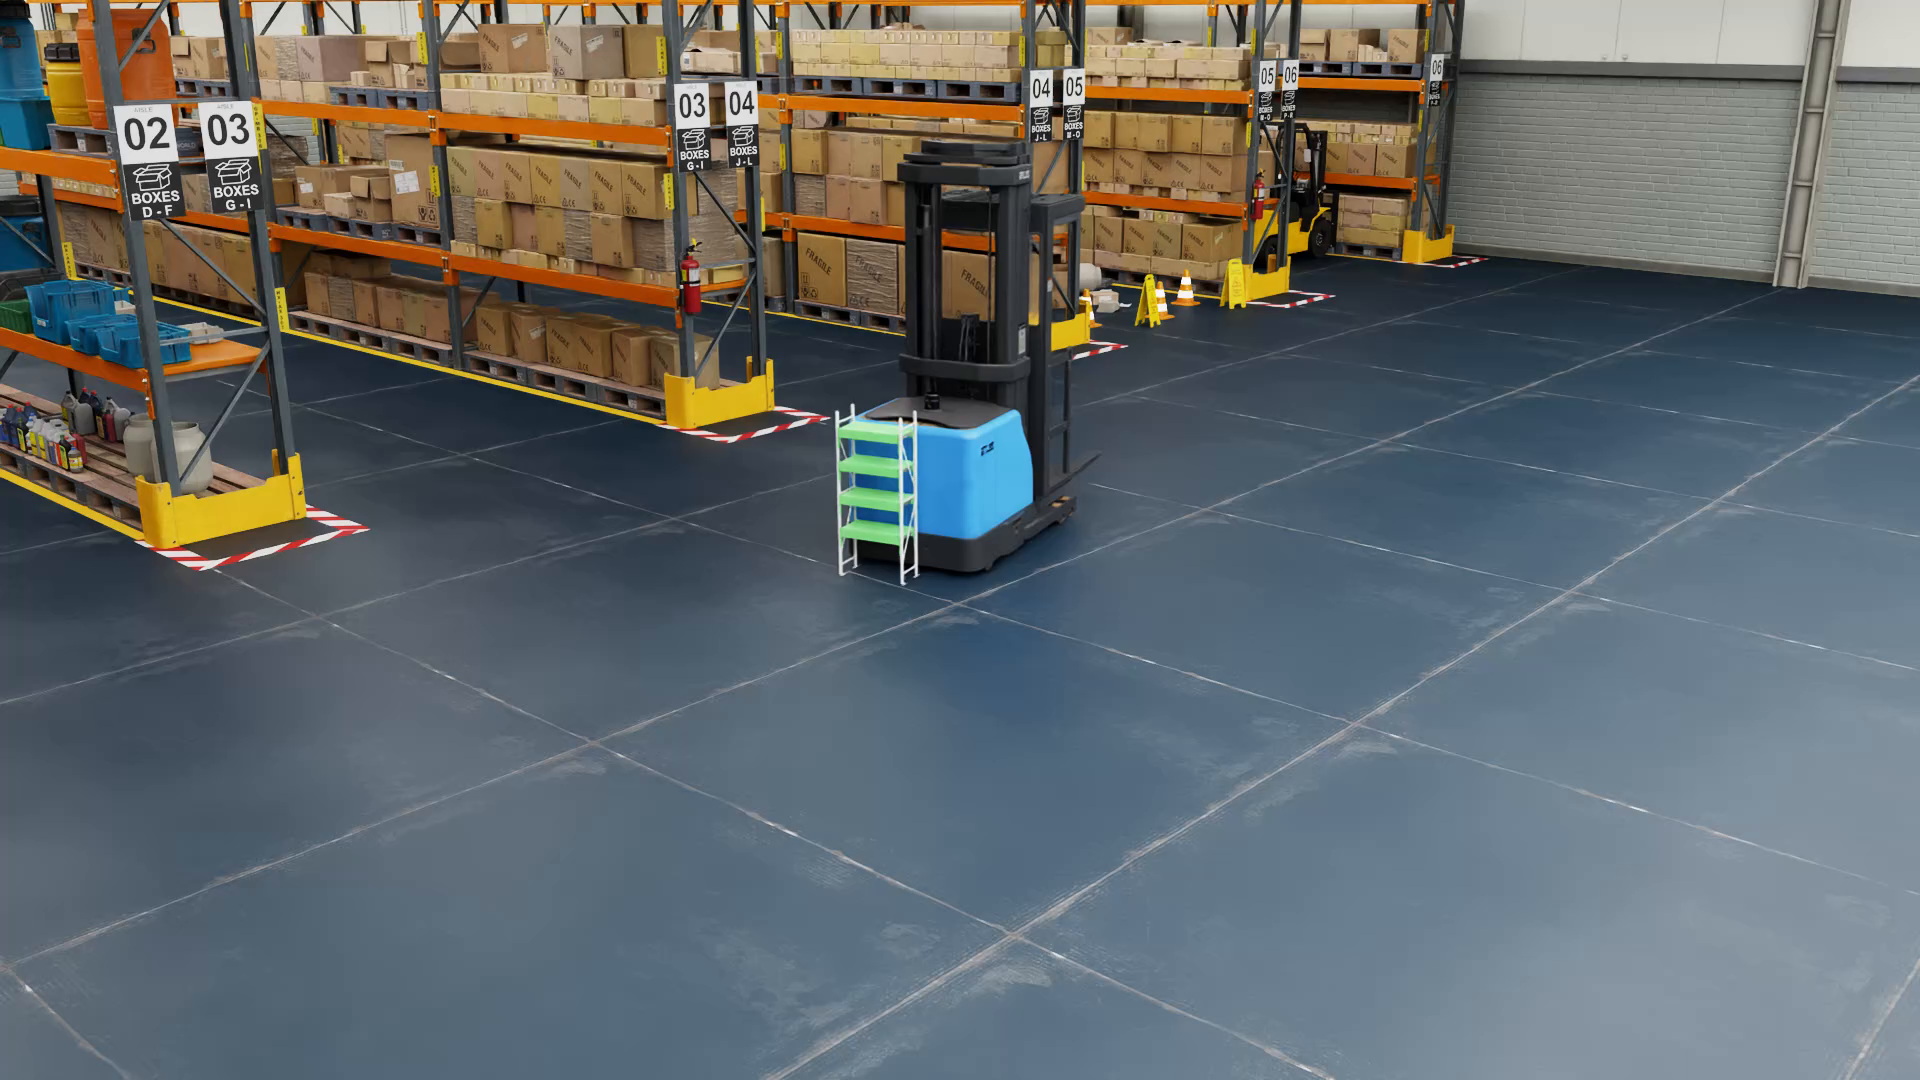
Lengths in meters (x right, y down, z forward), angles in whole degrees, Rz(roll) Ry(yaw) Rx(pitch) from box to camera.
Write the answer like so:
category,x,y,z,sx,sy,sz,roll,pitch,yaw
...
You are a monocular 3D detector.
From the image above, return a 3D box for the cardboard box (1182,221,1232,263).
category,x,y,z,sx,sy,sz,roll,pitch,yaw
cardboard box,3.502,-4.228,23.588,0.500,0.500,0.500,15,23,40

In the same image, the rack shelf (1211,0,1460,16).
category,x,y,z,sx,sy,sz,roll,pitch,yaw
rack shelf,6.070,-8.731,27.097,4.000,0.370,1.077,15,23,39

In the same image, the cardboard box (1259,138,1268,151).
category,x,y,z,sx,sy,sz,roll,pitch,yaw
cardboard box,5.134,-6.605,28.300,0.500,0.500,0.500,16,23,40

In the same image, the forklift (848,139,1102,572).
category,x,y,z,sx,sy,sz,roll,pitch,yaw
forklift,0.275,-1.574,12.727,1.130,2.935,3.031,8,19,24

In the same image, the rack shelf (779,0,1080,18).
category,x,y,z,sx,sy,sz,roll,pitch,yaw
rack shelf,-0.432,-6.467,19.963,4.000,0.370,1.077,15,23,39

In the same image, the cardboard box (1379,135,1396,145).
category,x,y,z,sx,sy,sz,roll,pitch,yaw
cardboard box,6.910,-6.411,26.616,0.250,0.149,0.380,16,23,40

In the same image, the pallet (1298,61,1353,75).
category,x,y,z,sx,sy,sz,roll,pitch,yaw
pallet,6.138,-7.784,27.367,1.213,0.211,1.003,15,23,39

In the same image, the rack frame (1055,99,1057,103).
category,x,y,z,sx,sy,sz,roll,pitch,yaw
rack frame,1.583,-7.610,31.631,0.127,3.000,1.000,15,23,39

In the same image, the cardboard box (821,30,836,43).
category,x,y,z,sx,sy,sz,roll,pitch,yaw
cardboard box,-1.500,-6.229,20.558,0.250,0.149,0.380,15,23,39

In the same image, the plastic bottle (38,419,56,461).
category,x,y,z,sx,sy,sz,roll,pitch,yaw
plastic bottle,-7.657,-0.851,13.985,0.185,0.351,0.144,16,24,41

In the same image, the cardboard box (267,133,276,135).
category,x,y,z,sx,sy,sz,roll,pitch,yaw
cardboard box,-9.309,-5.052,21.746,0.637,0.503,0.797,16,23,40

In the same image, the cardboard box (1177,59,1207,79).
category,x,y,z,sx,sy,sz,roll,pitch,yaw
cardboard box,3.346,-6.526,23.013,0.500,0.250,0.500,15,23,39

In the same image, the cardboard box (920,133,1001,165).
category,x,y,z,sx,sy,sz,roll,pitch,yaw
cardboard box,0.011,-4.642,20.245,0.550,0.550,0.875,15,23,39

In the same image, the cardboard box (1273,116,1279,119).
category,x,y,z,sx,sy,sz,roll,pitch,yaw
cardboard box,5.381,-7.200,28.609,0.250,0.149,0.380,15,23,39

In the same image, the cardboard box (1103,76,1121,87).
category,x,y,z,sx,sy,sz,roll,pitch,yaw
cardboard box,2.259,-6.596,23.893,0.250,0.149,0.380,14,23,38

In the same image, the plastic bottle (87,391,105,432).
category,x,y,z,sx,sy,sz,roll,pitch,yaw
plastic bottle,-7.767,-1.165,14.974,0.185,0.351,0.144,14,22,37

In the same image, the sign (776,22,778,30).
category,x,y,z,sx,sy,sz,roll,pitch,yaw
sign,-4.018,-11.189,36.487,0.005,0.325,0.100,15,23,39

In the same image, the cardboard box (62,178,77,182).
category,x,y,z,sx,sy,sz,roll,pitch,yaw
cardboard box,-12.931,-5.455,24.597,0.500,0.250,0.500,14,23,38

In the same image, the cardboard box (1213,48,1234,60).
category,x,y,z,sx,sy,sz,roll,pitch,yaw
cardboard box,3.658,-6.631,22.686,0.250,0.149,0.380,16,23,40

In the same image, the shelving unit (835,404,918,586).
category,x,y,z,sx,sy,sz,roll,pitch,yaw
shelving unit,-0.578,-0.315,11.619,0.503,1.200,0.258,8,19,24

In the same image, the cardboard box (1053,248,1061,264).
category,x,y,z,sx,sy,sz,roll,pitch,yaw
cardboard box,1.181,-3.970,24.289,0.500,0.500,0.500,-3,18,-8

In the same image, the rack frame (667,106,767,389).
category,x,y,z,sx,sy,sz,roll,pitch,yaw
rack frame,-2.304,-2.637,15.964,0.127,3.000,1.000,15,23,39

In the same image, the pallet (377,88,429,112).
category,x,y,z,sx,sy,sz,roll,pitch,yaw
pallet,-5.687,-4.929,18.535,1.003,0.211,1.213,15,23,39

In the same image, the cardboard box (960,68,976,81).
category,x,y,z,sx,sy,sz,roll,pitch,yaw
cardboard box,0.210,-5.389,19.232,0.250,0.149,0.380,15,23,40

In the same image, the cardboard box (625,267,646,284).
category,x,y,z,sx,sy,sz,roll,pitch,yaw
cardboard box,-3.062,-2.617,16.315,0.250,0.149,0.380,15,23,39

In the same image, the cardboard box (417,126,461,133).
category,x,y,z,sx,sy,sz,roll,pitch,yaw
cardboard box,-8.442,-6.848,26.921,0.500,0.500,0.500,14,22,37

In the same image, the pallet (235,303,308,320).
category,x,y,z,sx,sy,sz,roll,pitch,yaw
pallet,-8.827,-3.090,21.999,1.213,0.211,1.003,15,23,39

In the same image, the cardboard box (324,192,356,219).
category,x,y,z,sx,sy,sz,roll,pitch,yaw
cardboard box,-7.186,-3.984,19.760,0.500,0.250,0.500,14,22,38

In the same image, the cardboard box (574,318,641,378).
category,x,y,z,sx,sy,sz,roll,pitch,yaw
cardboard box,-3.685,-2.018,17.449,0.500,0.500,0.500,-16,23,-41

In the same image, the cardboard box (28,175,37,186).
category,x,y,z,sx,sy,sz,roll,pitch,yaw
cardboard box,-14.031,-5.533,25.503,0.250,0.149,0.380,15,23,38

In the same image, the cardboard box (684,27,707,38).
category,x,y,z,sx,sy,sz,roll,pitch,yaw
cardboard box,-5.002,-9.180,30.595,0.500,0.500,0.500,16,23,40

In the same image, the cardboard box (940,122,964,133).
category,x,y,z,sx,sy,sz,roll,pitch,yaw
cardboard box,0.031,-6.317,26.208,0.500,0.500,0.500,16,24,41

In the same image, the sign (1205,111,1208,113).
category,x,y,z,sx,sy,sz,roll,pitch,yaw
sign,4.221,-7.196,28.544,0.005,0.325,0.100,15,23,39

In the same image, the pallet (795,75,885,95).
category,x,y,z,sx,sy,sz,roll,pitch,yaw
pallet,-1.323,-5.763,21.001,1.213,0.211,1.003,15,23,39

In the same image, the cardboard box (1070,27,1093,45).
category,x,y,z,sx,sy,sz,roll,pitch,yaw
cardboard box,2.406,-9.056,30.203,0.500,0.500,0.700,14,23,38

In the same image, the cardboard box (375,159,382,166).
category,x,y,z,sx,sy,sz,roll,pitch,yaw
cardboard box,-9.678,-6.391,28.207,0.250,0.149,0.380,16,24,41

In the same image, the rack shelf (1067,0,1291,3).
category,x,y,z,sx,sy,sz,roll,pitch,yaw
rack shelf,2.778,-7.796,23.496,4.000,0.370,1.077,15,23,39

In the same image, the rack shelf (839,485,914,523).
category,x,y,z,sx,sy,sz,roll,pitch,yaw
rack shelf,-0.578,-0.254,11.638,0.480,0.148,0.258,8,19,24

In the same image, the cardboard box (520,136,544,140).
category,x,y,z,sx,sy,sz,roll,pitch,yaw
cardboard box,-6.710,-6.267,26.139,0.250,0.149,0.380,14,22,38

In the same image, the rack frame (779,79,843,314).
category,x,y,z,sx,sy,sz,roll,pitch,yaw
rack frame,-1.928,-4.543,21.966,0.127,3.000,1.000,15,23,39

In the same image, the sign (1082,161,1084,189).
category,x,y,z,sx,sy,sz,roll,pitch,yaw
sign,1.437,-4.314,19.685,0.005,0.325,0.100,15,23,39

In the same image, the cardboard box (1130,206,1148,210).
category,x,y,z,sx,sy,sz,roll,pitch,yaw
cardboard box,3.601,-6.135,30.214,0.625,0.625,0.875,15,23,39

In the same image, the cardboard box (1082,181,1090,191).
category,x,y,z,sx,sy,sz,roll,pitch,yaw
cardboard box,1.909,-5.284,24.719,0.250,0.149,0.380,16,24,41

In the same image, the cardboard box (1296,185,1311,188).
category,x,y,z,sx,sy,sz,roll,pitch,yaw
cardboard box,5.829,-5.915,28.488,0.500,0.250,0.500,15,23,40

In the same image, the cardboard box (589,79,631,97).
category,x,y,z,sx,sy,sz,roll,pitch,yaw
cardboard box,-3.316,-4.325,15.910,0.250,0.149,0.380,15,23,40

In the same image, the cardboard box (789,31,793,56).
category,x,y,z,sx,sy,sz,roll,pitch,yaw
cardboard box,-2.576,-8.319,28.048,0.500,0.500,0.700,14,22,37

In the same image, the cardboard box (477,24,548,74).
category,x,y,z,sx,sy,sz,roll,pitch,yaw
cardboard box,-4.790,-5.265,17.802,0.500,0.500,0.500,14,22,38

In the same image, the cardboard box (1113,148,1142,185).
category,x,y,z,sx,sy,sz,roll,pitch,yaw
cardboard box,2.575,-5.425,24.089,0.500,0.500,0.500,15,23,40

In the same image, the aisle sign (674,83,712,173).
category,x,y,z,sx,sy,sz,roll,pitch,yaw
aisle sign,-2.456,-3.796,15.317,0.004,0.787,0.394,15,23,39

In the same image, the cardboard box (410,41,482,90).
category,x,y,z,sx,sy,sz,roll,pitch,yaw
cardboard box,-5.581,-5.237,18.329,0.637,0.503,0.797,14,22,37

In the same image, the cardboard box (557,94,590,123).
category,x,y,z,sx,sy,sz,roll,pitch,yaw
cardboard box,-3.586,-4.239,16.300,0.500,0.250,0.500,16,23,40

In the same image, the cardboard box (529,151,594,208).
category,x,y,z,sx,sy,sz,roll,pitch,yaw
cardboard box,-3.998,-3.660,16.877,0.500,0.500,0.500,15,23,39

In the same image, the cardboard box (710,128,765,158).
category,x,y,z,sx,sy,sz,roll,pitch,yaw
cardboard box,-3.067,-5.369,22.754,0.500,0.500,0.700,15,23,40
